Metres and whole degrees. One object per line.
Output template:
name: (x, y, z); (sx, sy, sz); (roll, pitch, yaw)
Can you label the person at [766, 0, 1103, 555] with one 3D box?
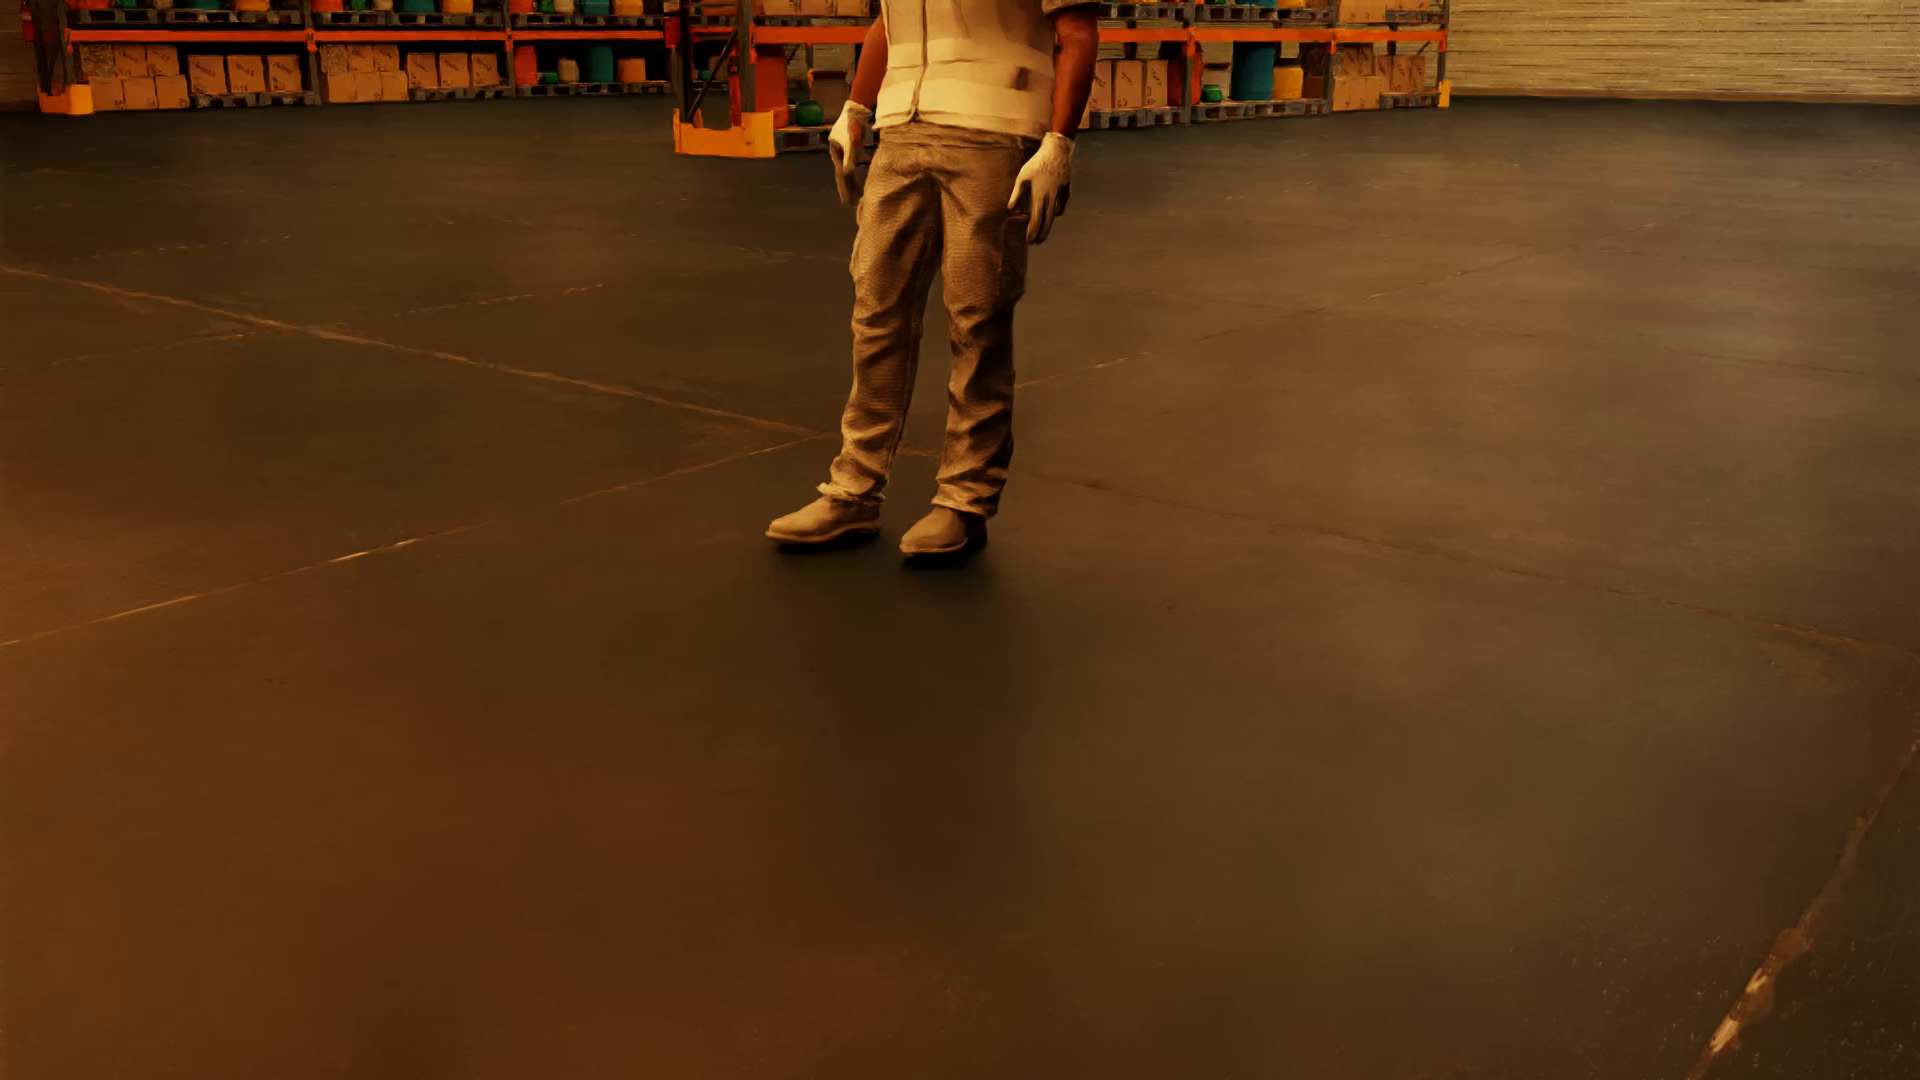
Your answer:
person: (-0.052, -0.845, 3.632); (0.655, 1.782, 0.575); (13, 21, 37)
